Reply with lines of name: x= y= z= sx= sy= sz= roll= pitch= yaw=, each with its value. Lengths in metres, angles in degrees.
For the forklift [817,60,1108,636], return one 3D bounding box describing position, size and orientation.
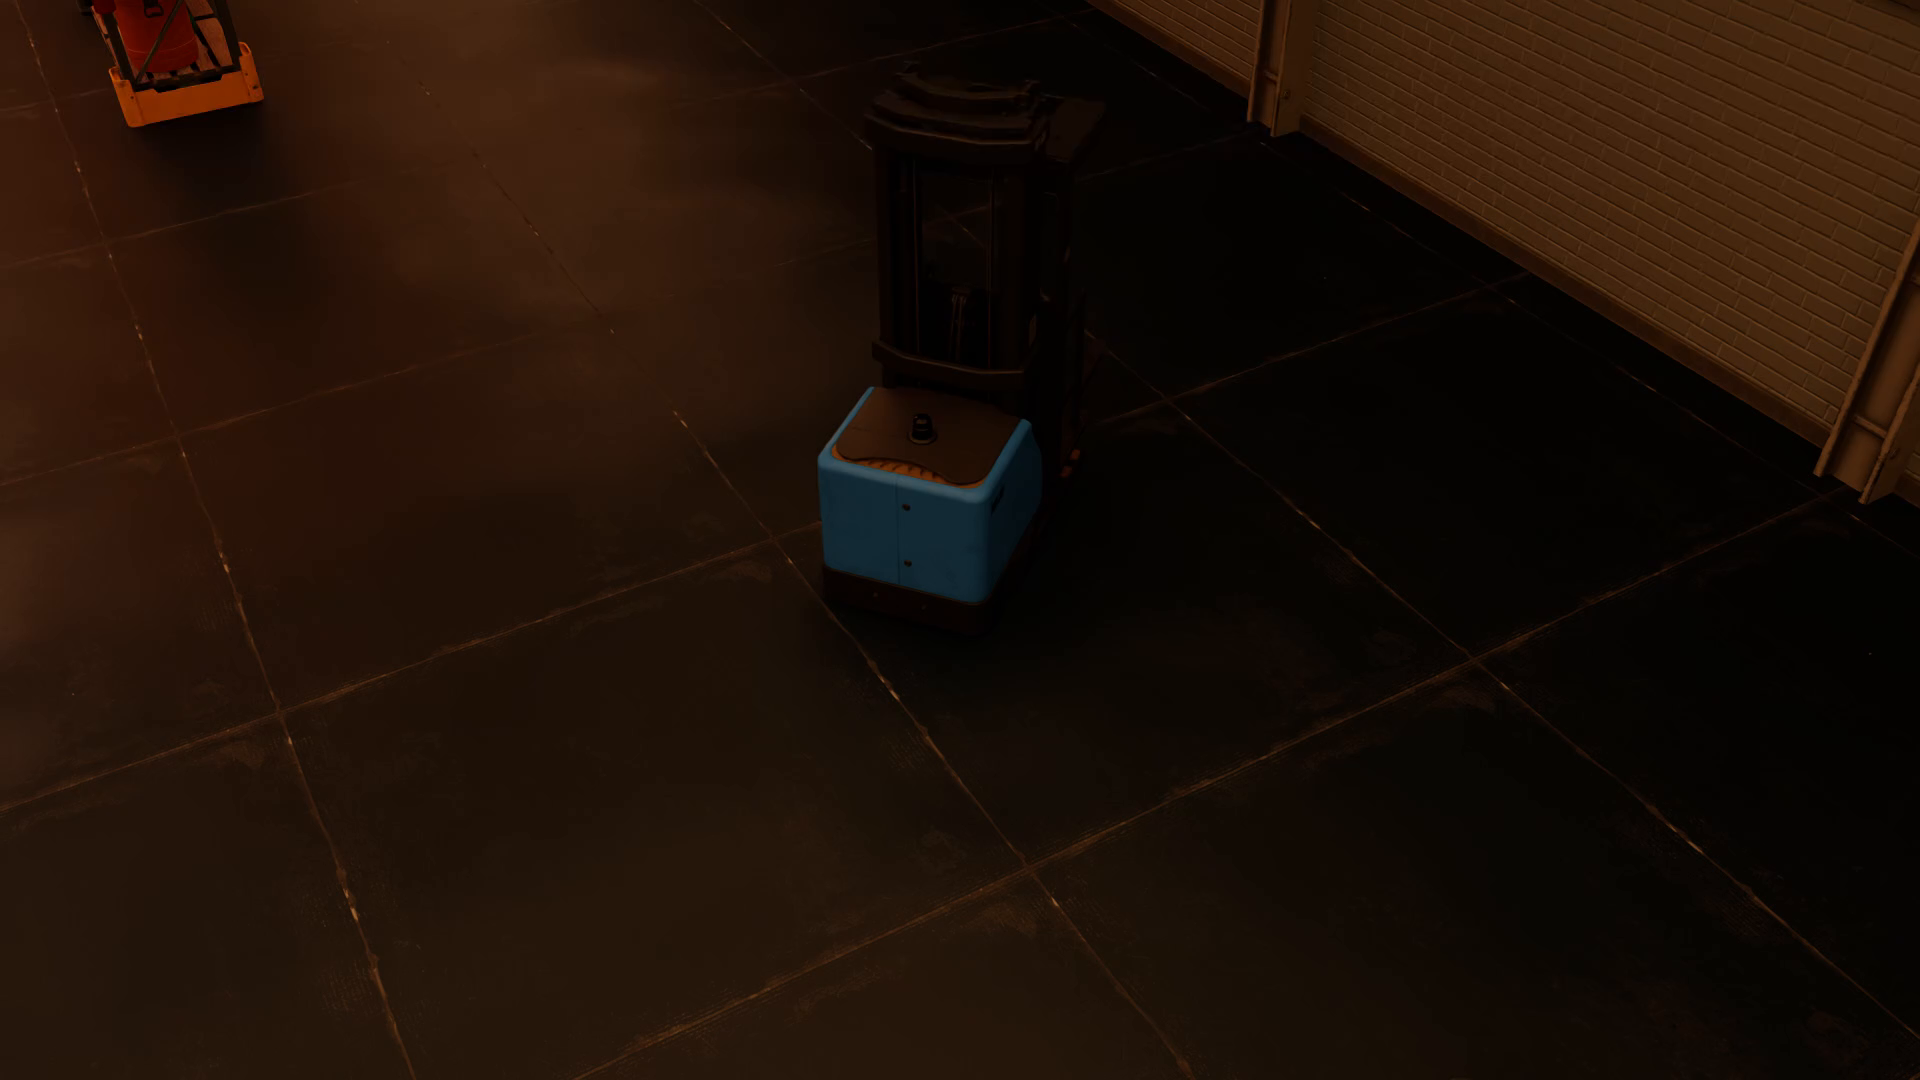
forklift: x=0.179 y=-1.526 z=9.876 sx=1.130 sy=2.935 sz=3.031 roll=13 pitch=42 yaw=16
